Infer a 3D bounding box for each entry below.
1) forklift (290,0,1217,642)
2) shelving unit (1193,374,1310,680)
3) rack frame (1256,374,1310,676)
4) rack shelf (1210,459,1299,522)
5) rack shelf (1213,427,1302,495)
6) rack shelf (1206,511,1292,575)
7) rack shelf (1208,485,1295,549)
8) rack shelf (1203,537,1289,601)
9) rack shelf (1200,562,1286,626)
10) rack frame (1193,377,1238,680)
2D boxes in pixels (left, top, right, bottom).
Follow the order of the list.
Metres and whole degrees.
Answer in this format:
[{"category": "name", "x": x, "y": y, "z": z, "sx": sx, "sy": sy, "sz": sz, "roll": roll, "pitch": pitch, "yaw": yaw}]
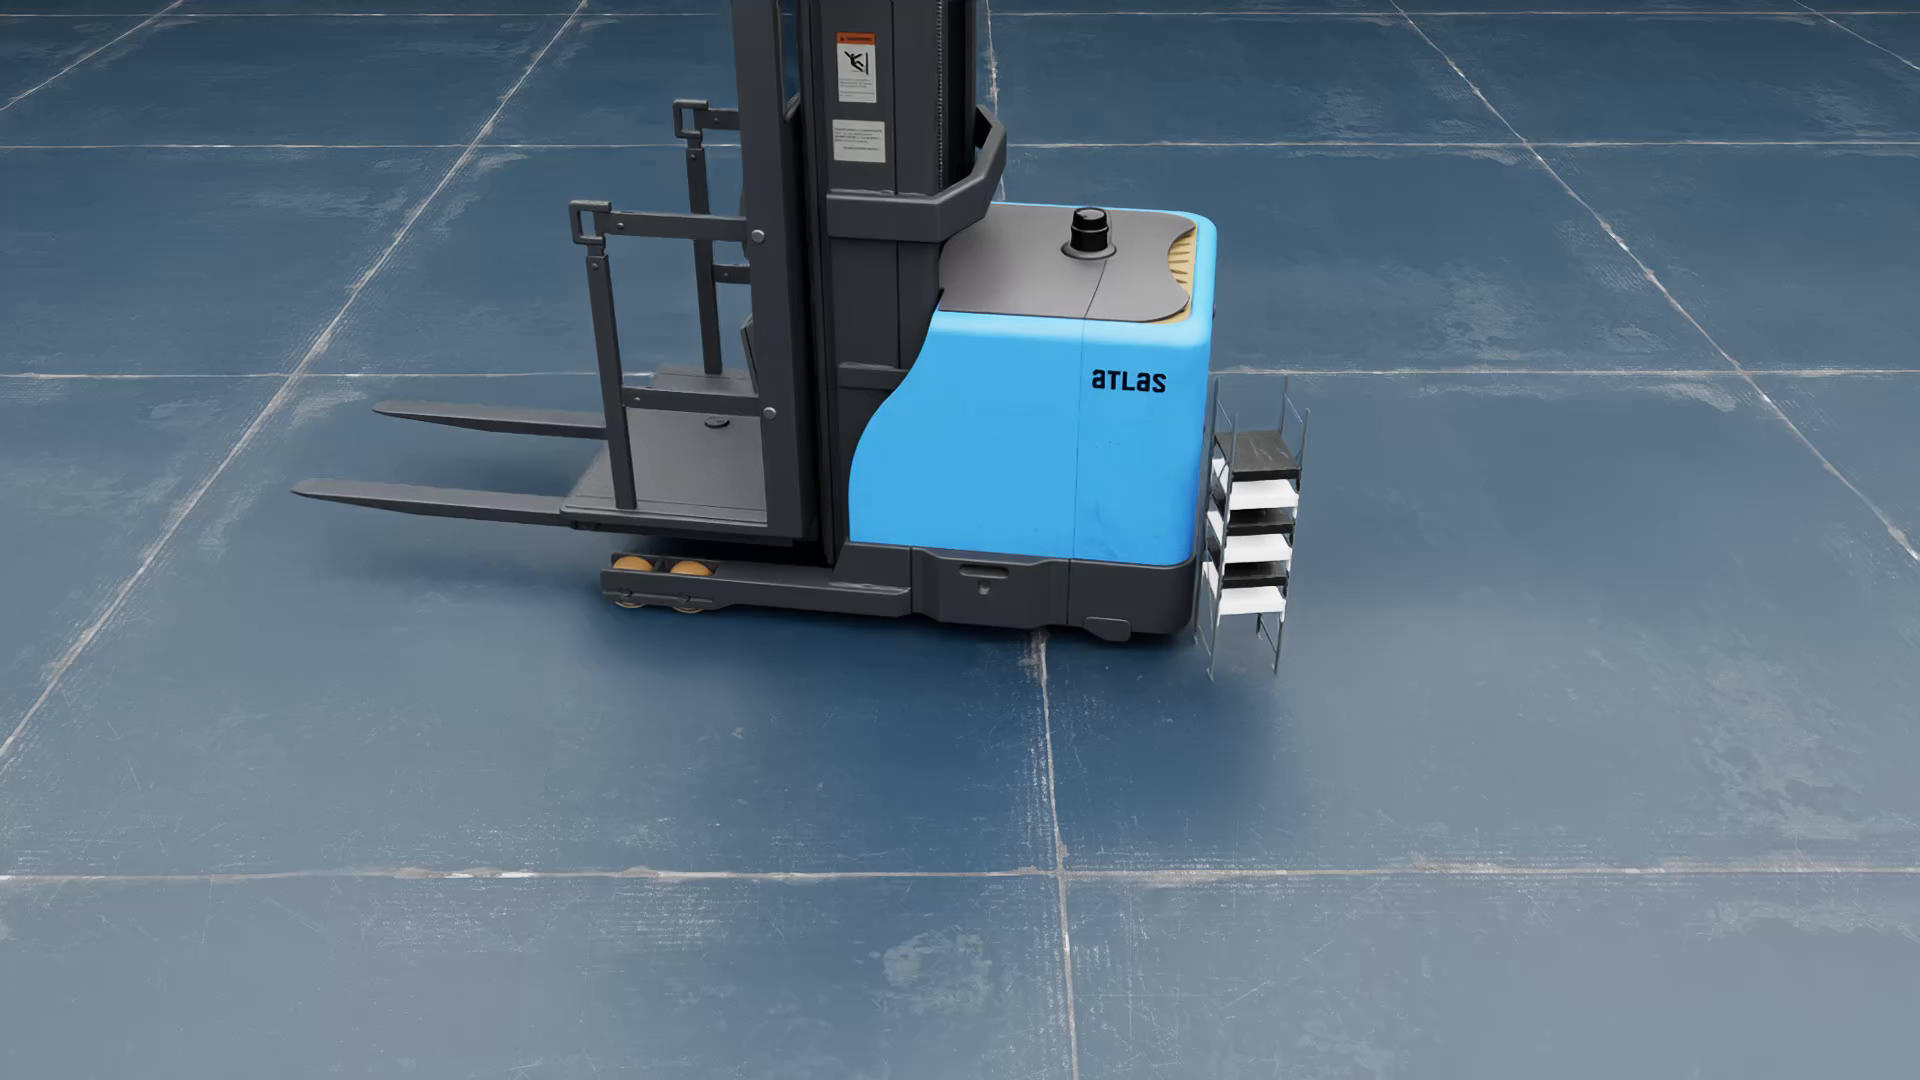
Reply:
[{"category": "forklift", "x": -0.710, "y": -1.281, "z": 5.036, "sx": 3.031, "sy": 2.935, "sz": 1.130, "roll": 5, "pitch": 32, "yaw": 7}, {"category": "shelving unit", "x": 0.853, "y": -0.028, "z": 4.929, "sx": 0.210, "sy": 0.900, "sz": 0.258, "roll": -3, "pitch": 31, "yaw": -5}, {"category": "rack frame", "x": 0.954, "y": -0.033, "z": 4.938, "sx": 0.006, "sy": 0.900, "sz": 0.240, "roll": -3, "pitch": 31, "yaw": -5}, {"category": "rack shelf", "x": 0.853, "y": -0.153, "z": 4.852, "sx": 0.200, "sy": 0.077, "sz": 0.258, "roll": -3, "pitch": 31, "yaw": -5}, {"category": "rack shelf", "x": 0.853, "y": -0.230, "z": 4.806, "sx": 0.200, "sy": 0.077, "sz": 0.258, "roll": -3, "pitch": 31, "yaw": -5}, {"category": "rack shelf", "x": 0.853, "y": 0.001, "z": 4.946, "sx": 0.200, "sy": 0.077, "sz": 0.258, "roll": -3, "pitch": 31, "yaw": -5}, {"category": "rack shelf", "x": 0.853, "y": -0.076, "z": 4.899, "sx": 0.200, "sy": 0.077, "sz": 0.258, "roll": -3, "pitch": 31, "yaw": -5}, {"category": "rack shelf", "x": 0.853, "y": 0.077, "z": 4.993, "sx": 0.200, "sy": 0.077, "sz": 0.258, "roll": -3, "pitch": 31, "yaw": -5}, {"category": "rack shelf", "x": 0.853, "y": 0.154, "z": 5.039, "sx": 0.200, "sy": 0.077, "sz": 0.258, "roll": -3, "pitch": 31, "yaw": -5}, {"category": "rack frame", "x": 0.751, "y": -0.023, "z": 4.920, "sx": 0.006, "sy": 0.900, "sz": 0.240, "roll": -3, "pitch": 31, "yaw": -5}]
